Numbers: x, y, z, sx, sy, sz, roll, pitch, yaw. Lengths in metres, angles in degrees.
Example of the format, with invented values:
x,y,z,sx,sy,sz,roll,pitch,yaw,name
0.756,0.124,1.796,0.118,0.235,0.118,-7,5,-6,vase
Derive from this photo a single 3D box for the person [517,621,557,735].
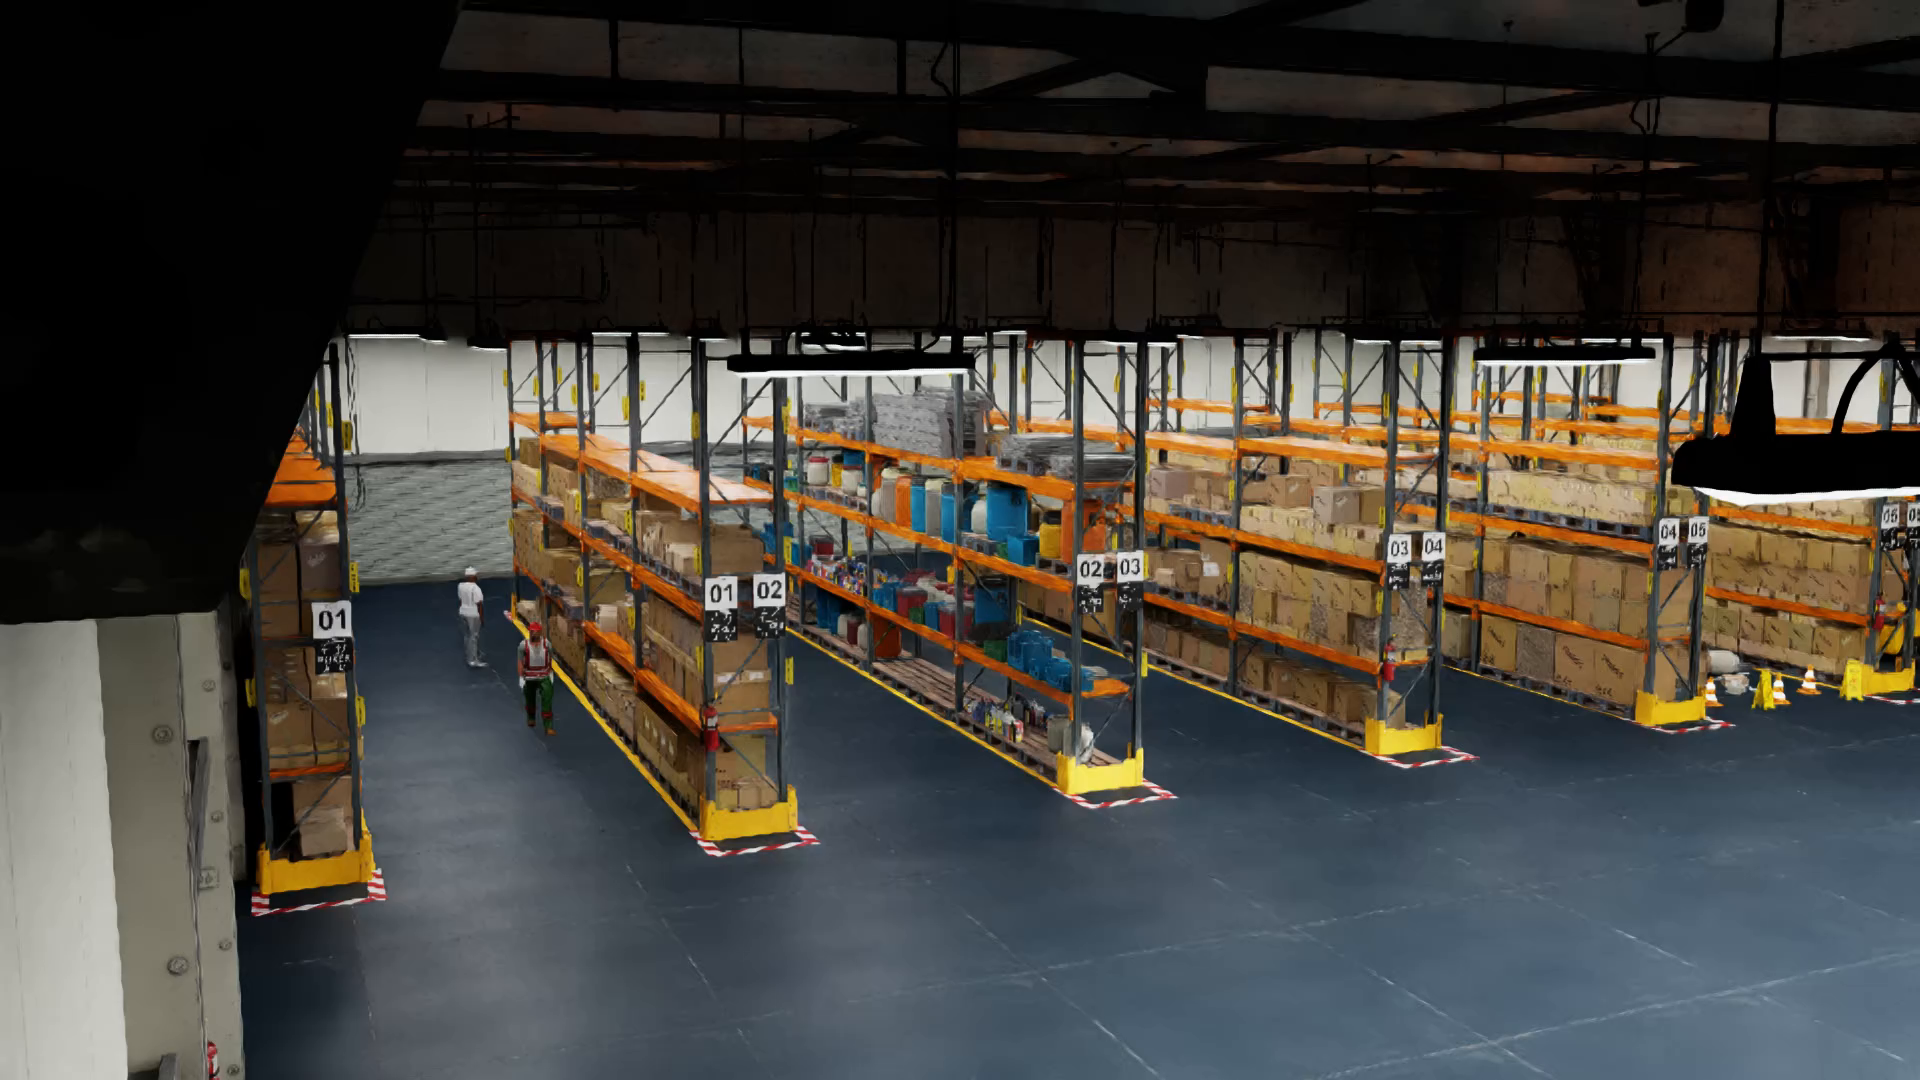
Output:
x,y,z,sx,sy,sz,roll,pitch,yaw,name
-6.401,2.056,25.126,0.553,1.707,1.104,-3,8,-20,person

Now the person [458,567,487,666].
x,y,z,sx,sy,sz,roll,pitch,yaw,name
-8.778,1.363,30.027,0.649,1.764,0.463,6,10,38,person
